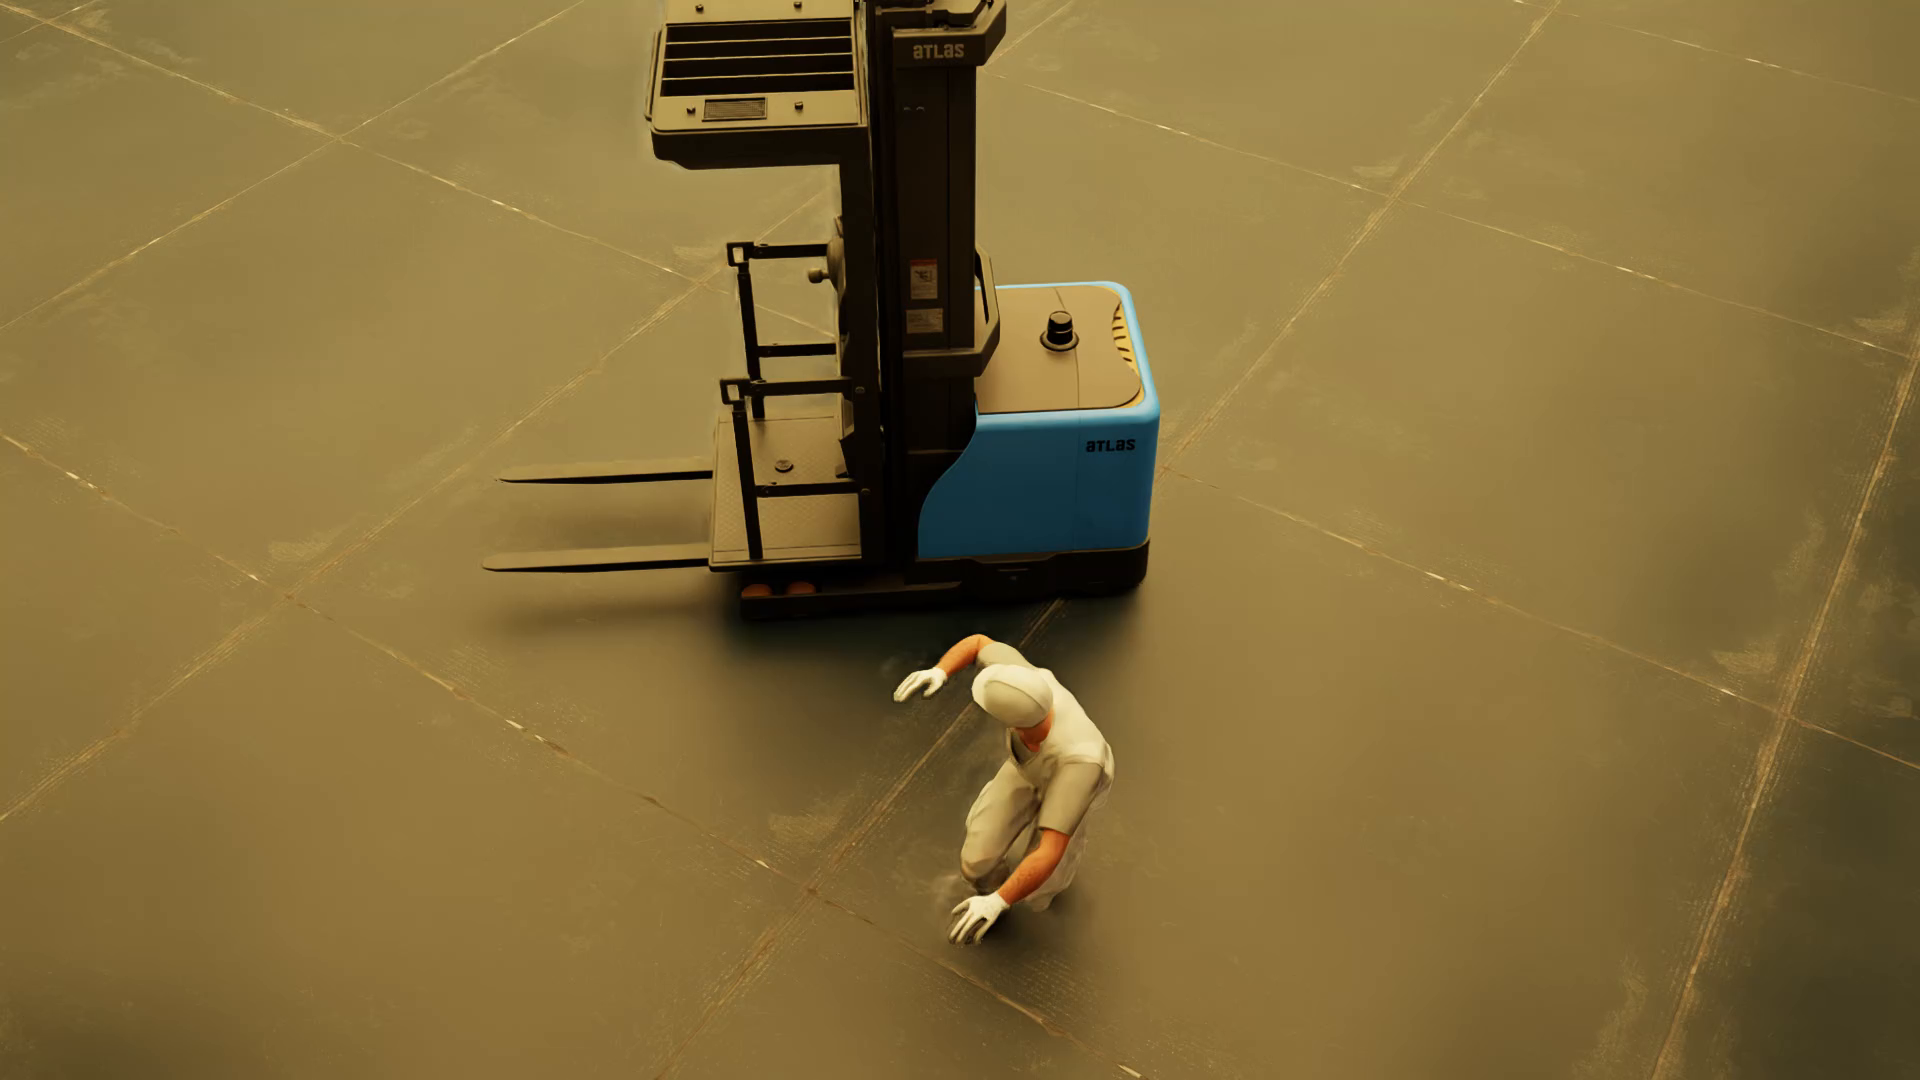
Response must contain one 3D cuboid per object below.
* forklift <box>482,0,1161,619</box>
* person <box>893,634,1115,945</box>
[{"bbox_3d":[-0.677,-1.083,6.991,3.031,2.935,1.130,-3,44,-3],"label":"forklift"},{"bbox_3d":[0.103,0.977,5.871,0.788,1.479,1.020,29,51,27],"label":"person"}]
